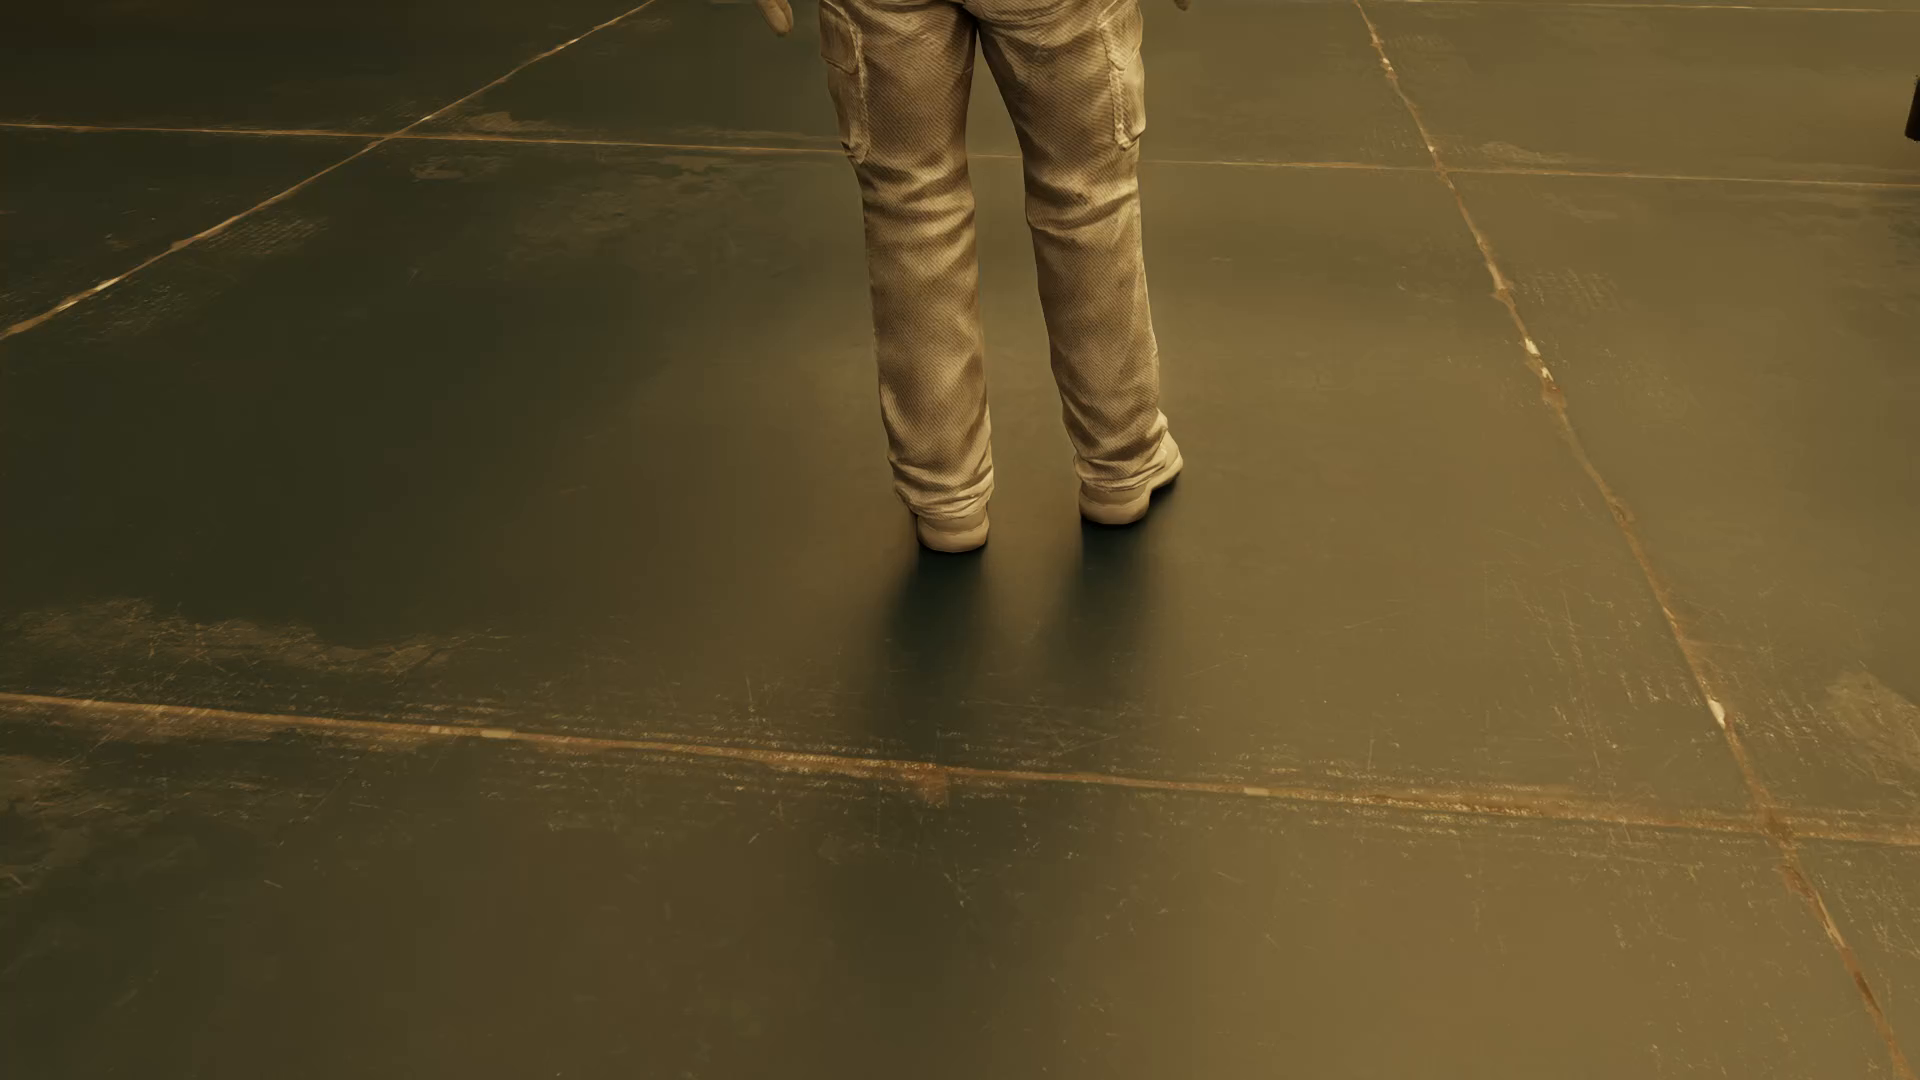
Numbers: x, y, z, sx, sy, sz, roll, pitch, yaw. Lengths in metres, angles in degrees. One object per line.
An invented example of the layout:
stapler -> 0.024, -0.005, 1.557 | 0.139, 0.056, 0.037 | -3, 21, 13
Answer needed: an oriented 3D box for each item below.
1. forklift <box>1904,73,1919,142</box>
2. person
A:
forklift -> 4.081, -2.557, 4.343 | 3.031, 2.935, 1.130 | -18, 32, -32
person -> 0.018, -0.836, 2.162 | 0.657, 1.785, 0.575 | 3, 27, 7
